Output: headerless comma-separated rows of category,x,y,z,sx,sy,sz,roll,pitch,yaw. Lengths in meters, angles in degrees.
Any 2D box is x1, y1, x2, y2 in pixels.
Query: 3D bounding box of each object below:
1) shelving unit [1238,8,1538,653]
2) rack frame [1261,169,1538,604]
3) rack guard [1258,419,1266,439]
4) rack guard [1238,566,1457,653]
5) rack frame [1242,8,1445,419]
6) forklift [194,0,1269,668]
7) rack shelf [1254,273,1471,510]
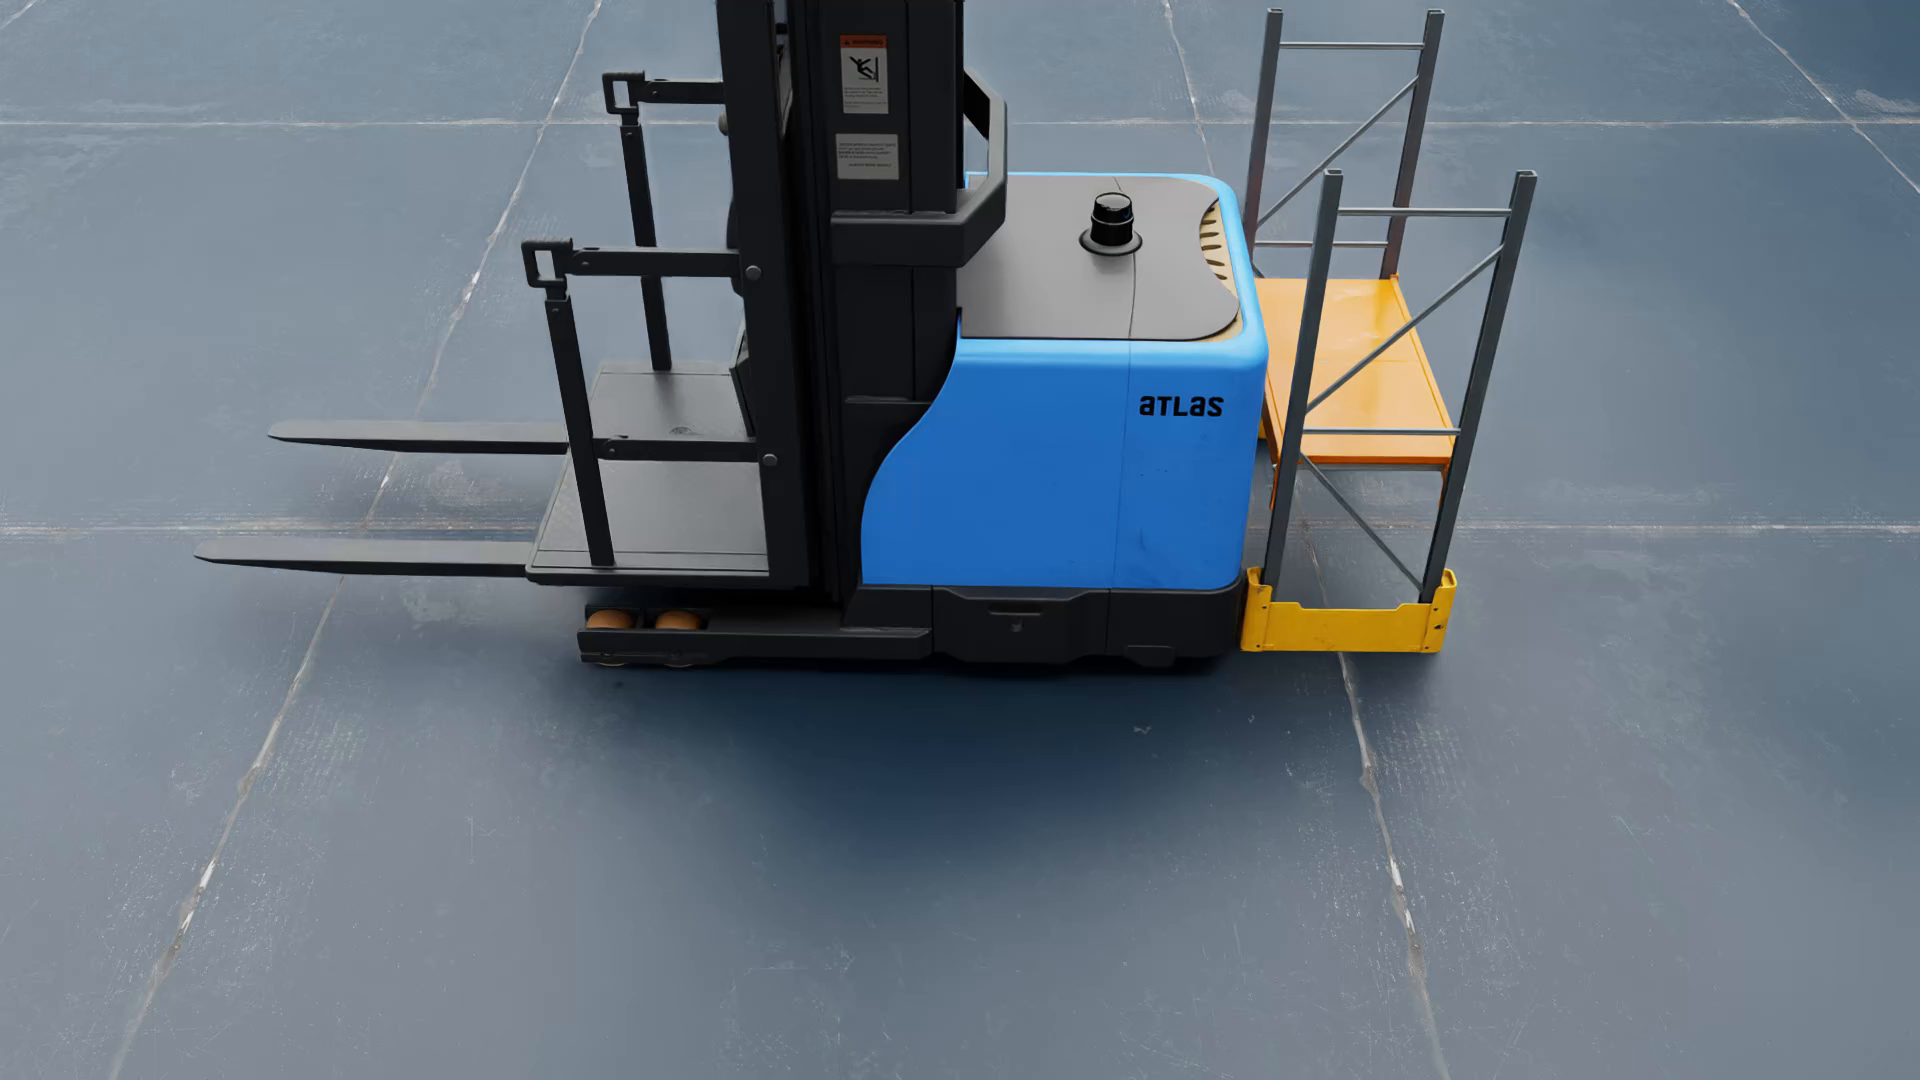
shelving unit,1.119,-0.597,4.795,0.587,1.500,1.083,1,39,0
rack frame,1.112,-0.285,4.405,0.500,1.500,0.032,1,39,0
rack guard,1.123,-0.421,5.574,0.587,0.250,0.087,1,39,0
rack guard,1.111,0.202,4.797,0.587,0.250,0.087,1,39,0
rack frame,1.125,-0.920,5.198,0.500,1.500,0.032,1,39,0
forklift,-0.709,-1.106,4.287,3.031,2.935,1.130,1,39,1
rack shelf,1.118,-0.462,4.914,0.538,0.185,1.000,1,39,0
